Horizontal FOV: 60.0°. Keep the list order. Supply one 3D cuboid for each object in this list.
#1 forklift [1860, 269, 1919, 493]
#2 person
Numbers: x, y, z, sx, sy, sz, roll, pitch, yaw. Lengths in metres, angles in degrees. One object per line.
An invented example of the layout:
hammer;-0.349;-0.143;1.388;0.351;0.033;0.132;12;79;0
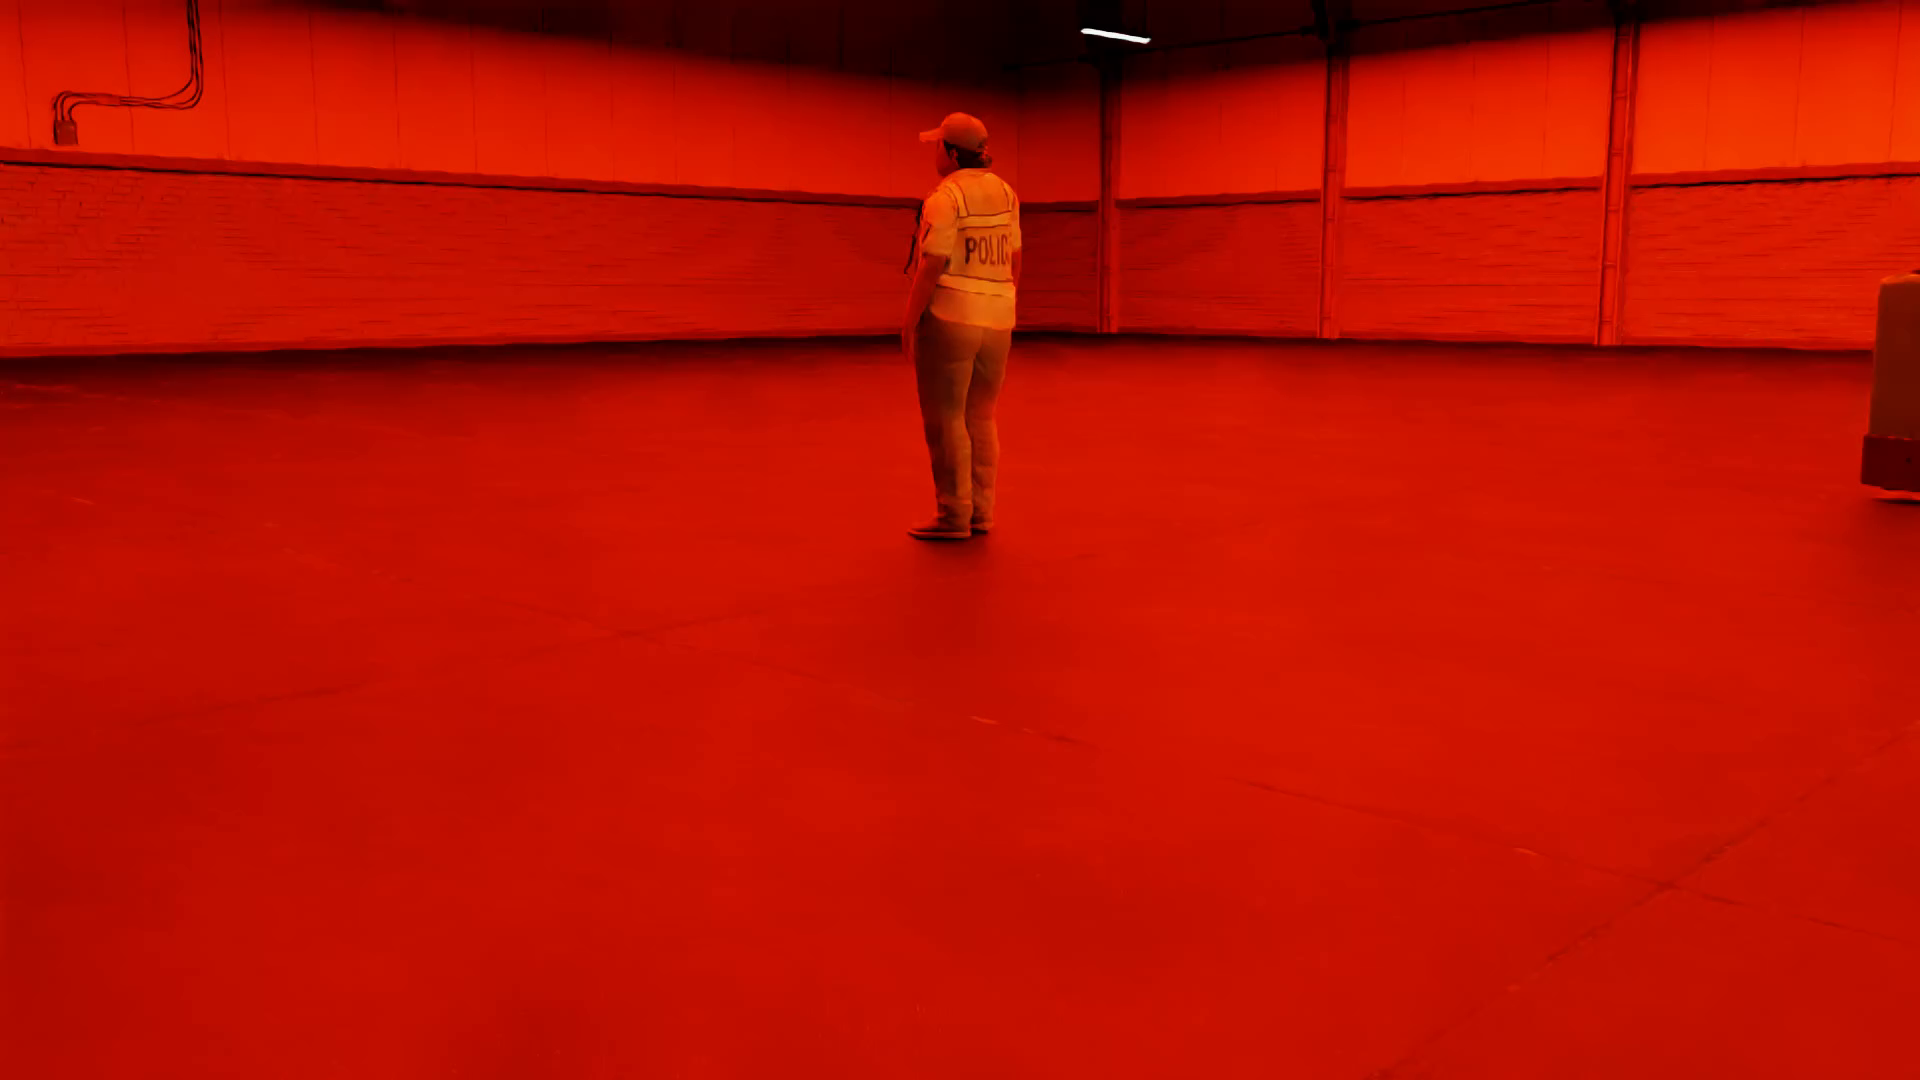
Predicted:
forklift;5.924;-1.627;7.679;3.031;2.935;1.130;-2;9;-11
person;-0.039;-0.842;6.661;0.529;1.669;0.598;8;12;43
